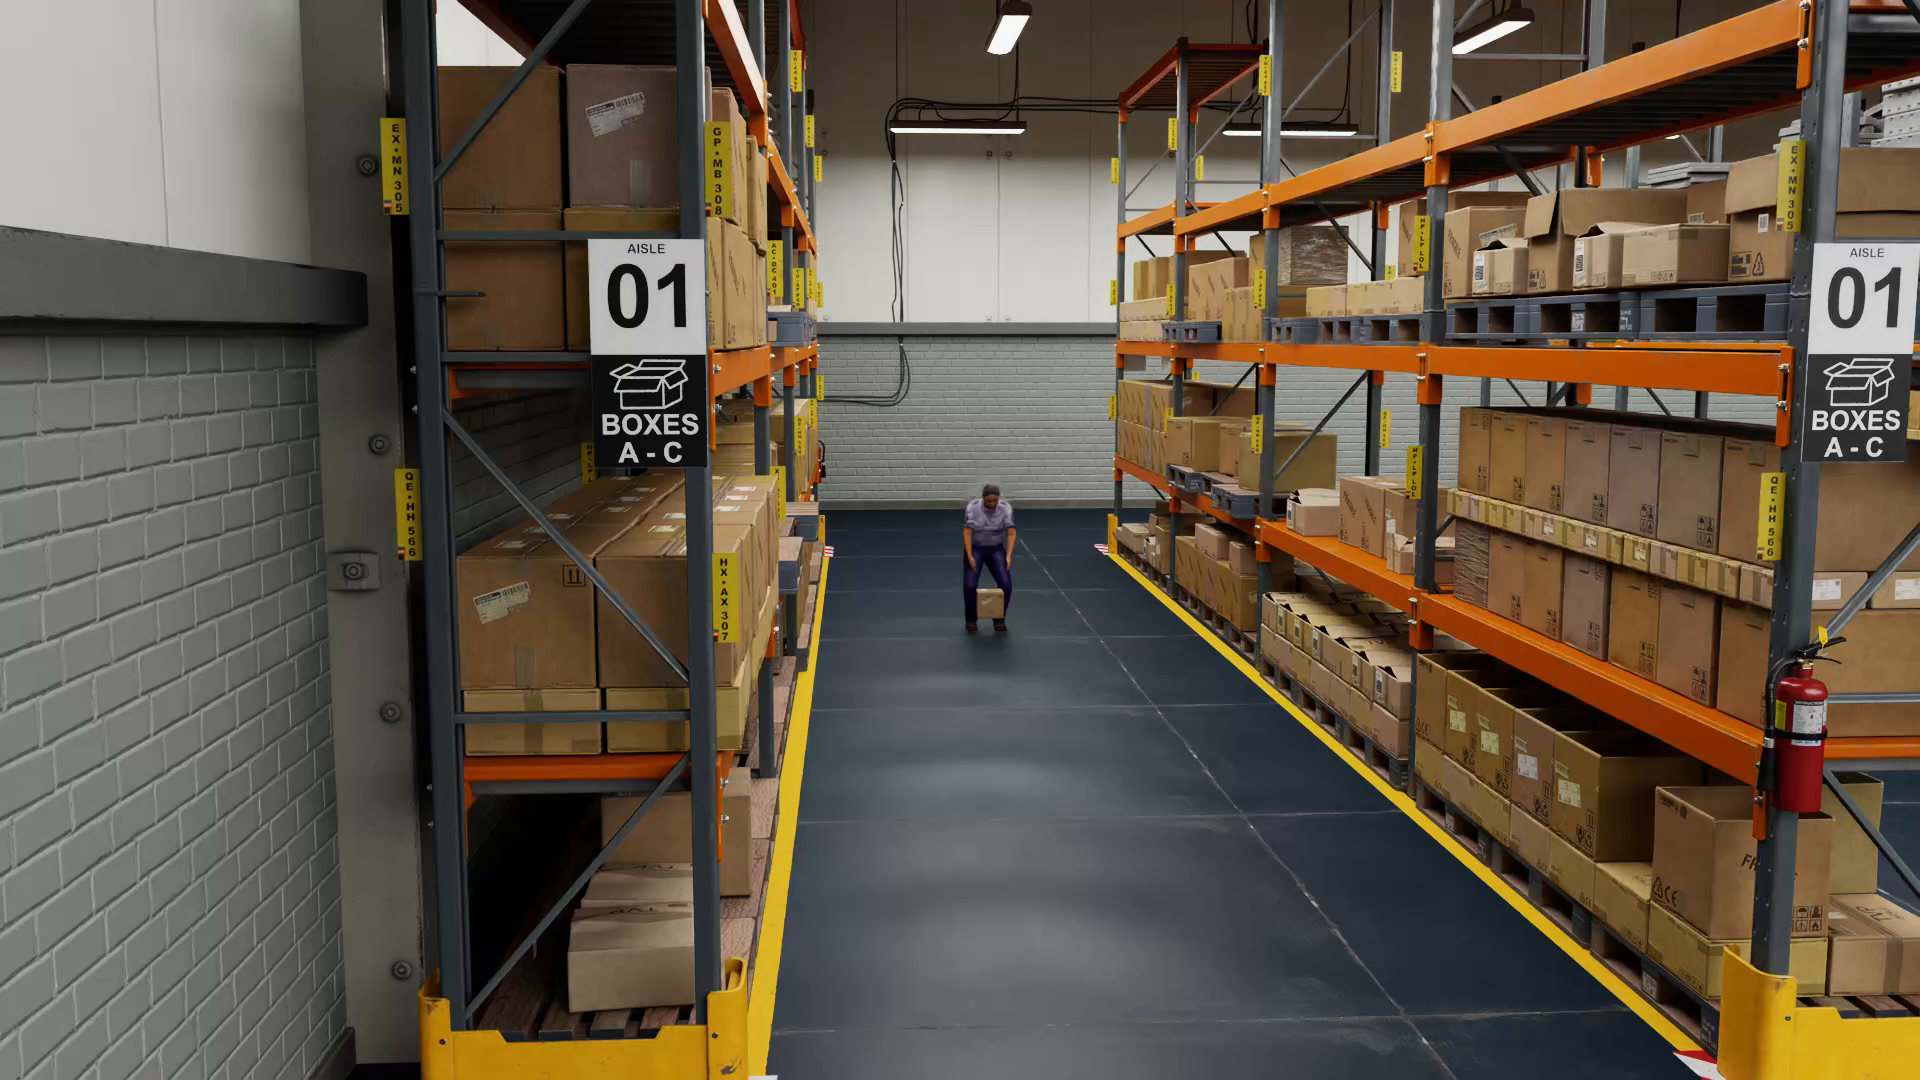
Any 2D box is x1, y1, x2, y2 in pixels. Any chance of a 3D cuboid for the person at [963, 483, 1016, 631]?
[{"bbox_3d":[0.286,0.156,16.328,0.528,1.469,0.573,0,7,-3],"label":"person"}]
